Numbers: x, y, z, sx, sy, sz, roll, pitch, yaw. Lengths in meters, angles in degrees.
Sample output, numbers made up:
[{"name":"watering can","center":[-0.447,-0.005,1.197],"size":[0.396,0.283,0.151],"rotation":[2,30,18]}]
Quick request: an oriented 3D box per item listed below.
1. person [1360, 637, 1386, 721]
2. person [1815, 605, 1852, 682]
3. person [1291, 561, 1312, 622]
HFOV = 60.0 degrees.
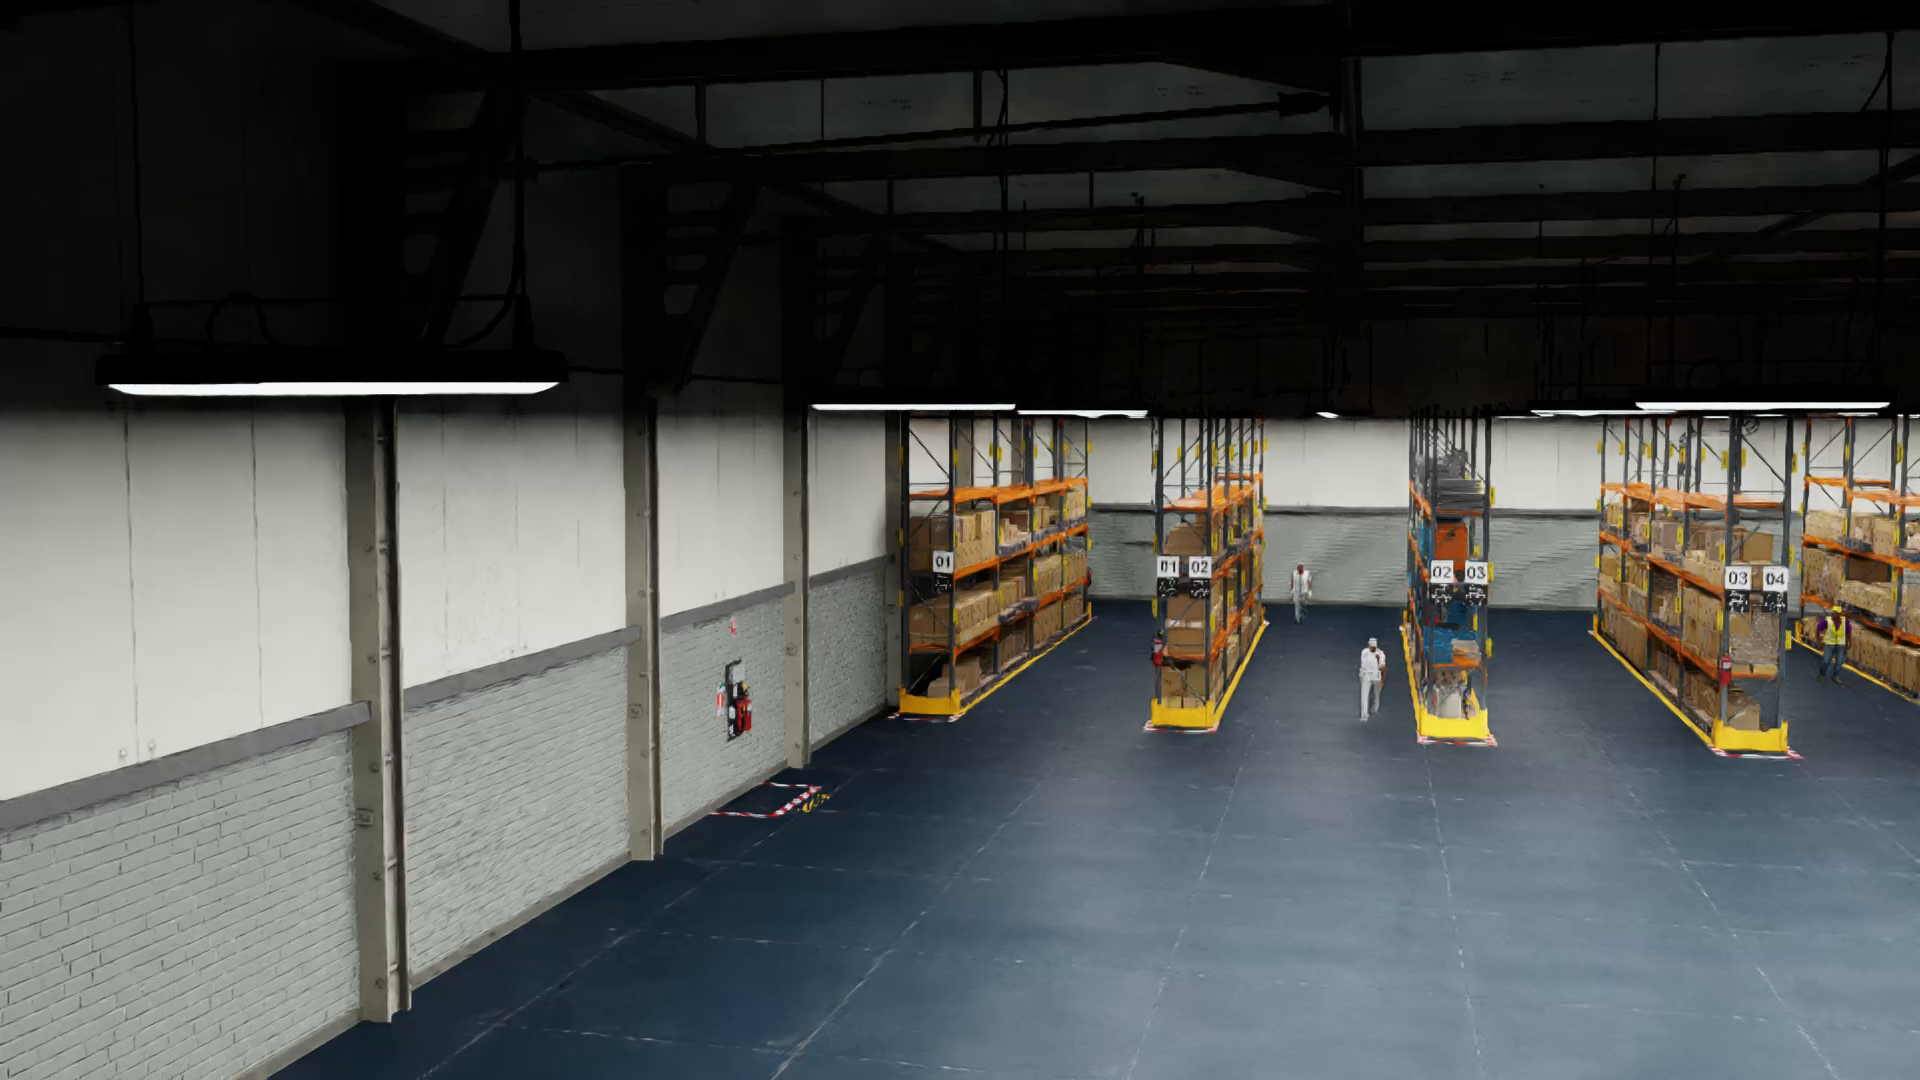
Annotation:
[{"name":"person","center":[7.889,2.633,31.795],"size":[0.482,1.579,1.081],"rotation":[1,4,13]},{"name":"person","center":[19.077,2.271,36.309],"size":[0.719,1.714,0.578],"rotation":[1,4,12]},{"name":"person","center":[9.726,1.460,47.395],"size":[0.579,1.732,1.042],"rotation":[1,4,13]}]
